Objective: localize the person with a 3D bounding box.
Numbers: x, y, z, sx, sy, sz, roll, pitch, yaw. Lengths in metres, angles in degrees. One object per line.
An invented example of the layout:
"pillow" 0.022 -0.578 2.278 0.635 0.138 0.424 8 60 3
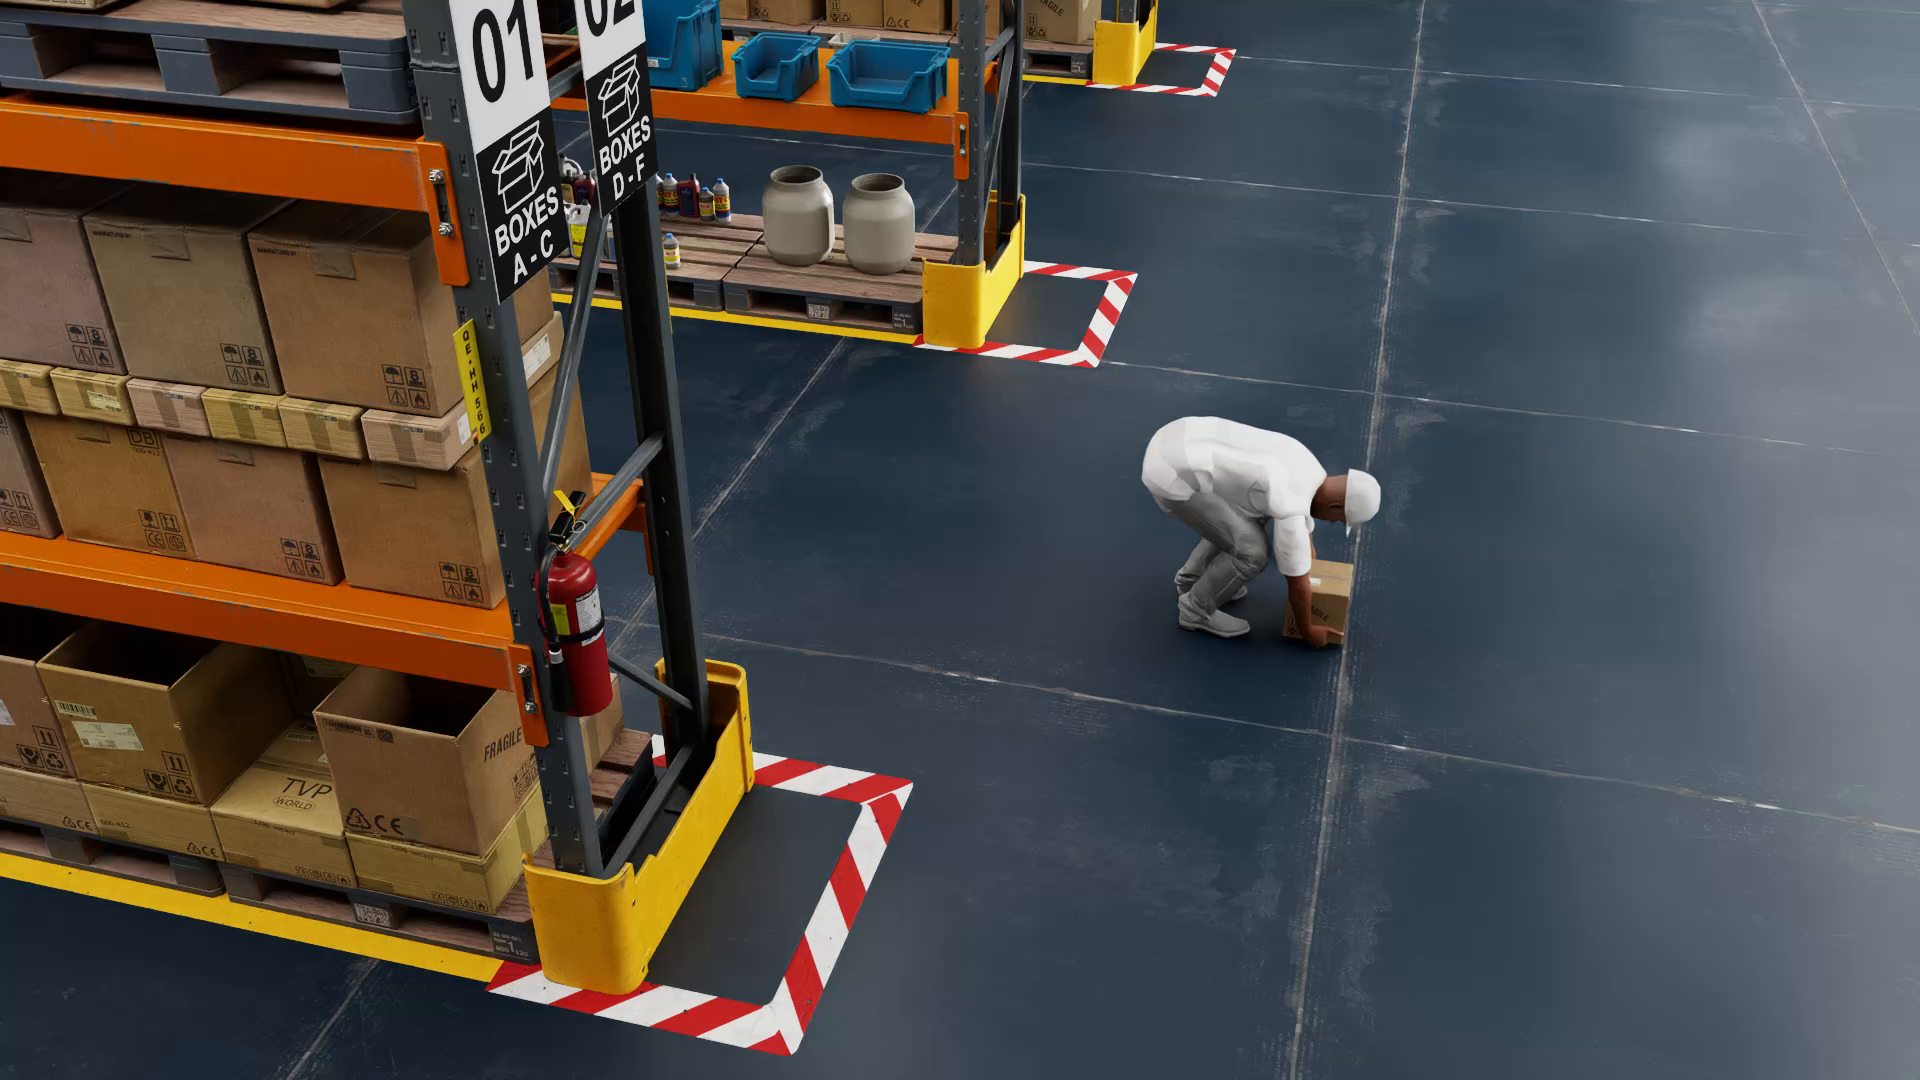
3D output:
"person" 1.240 -0.057 6.984 0.975 0.925 0.500 7 33 10
